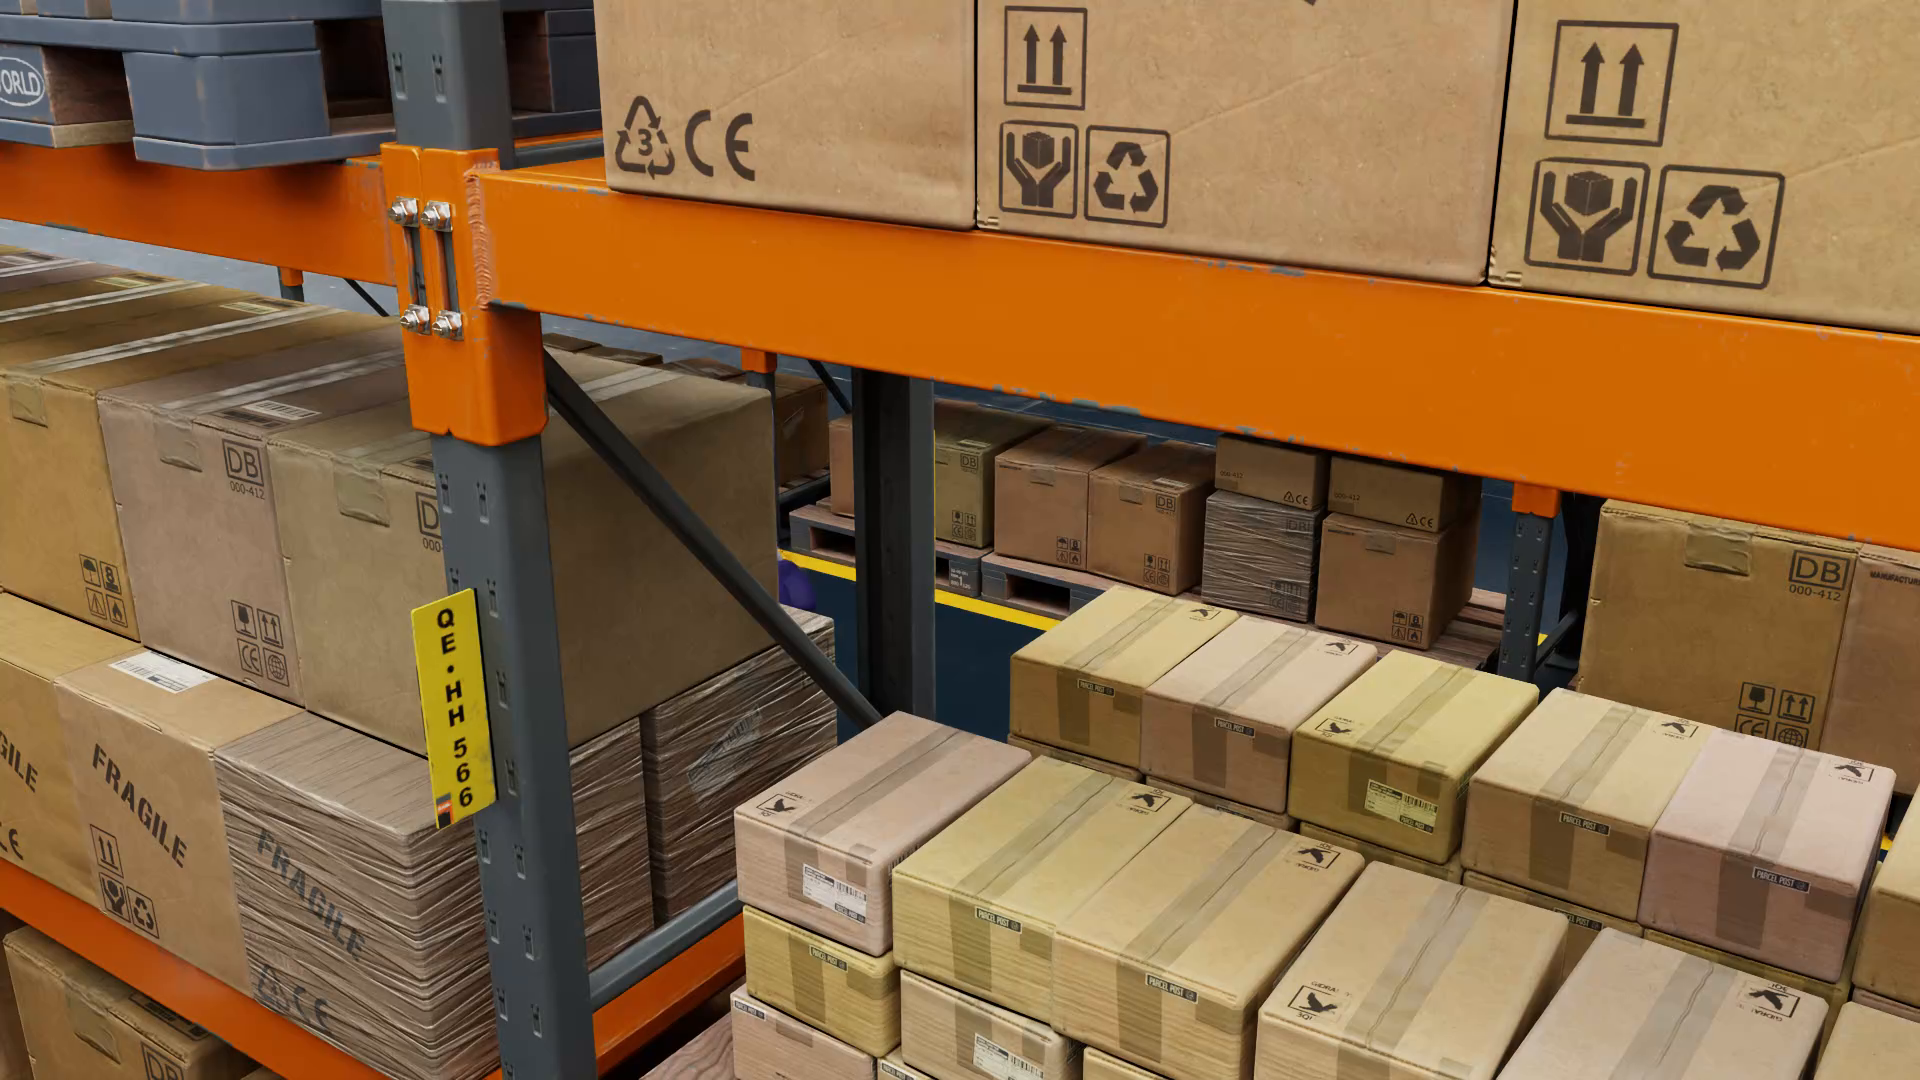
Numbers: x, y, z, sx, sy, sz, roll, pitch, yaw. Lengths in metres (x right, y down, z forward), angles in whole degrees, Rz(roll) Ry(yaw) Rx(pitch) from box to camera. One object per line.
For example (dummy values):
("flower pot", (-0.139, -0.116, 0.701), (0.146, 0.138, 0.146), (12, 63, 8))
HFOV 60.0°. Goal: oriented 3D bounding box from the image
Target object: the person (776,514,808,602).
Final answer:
("person", (-1.052, 0.296, 6.815), (0.907, 0.945, 0.490), (12, 23, 29))
